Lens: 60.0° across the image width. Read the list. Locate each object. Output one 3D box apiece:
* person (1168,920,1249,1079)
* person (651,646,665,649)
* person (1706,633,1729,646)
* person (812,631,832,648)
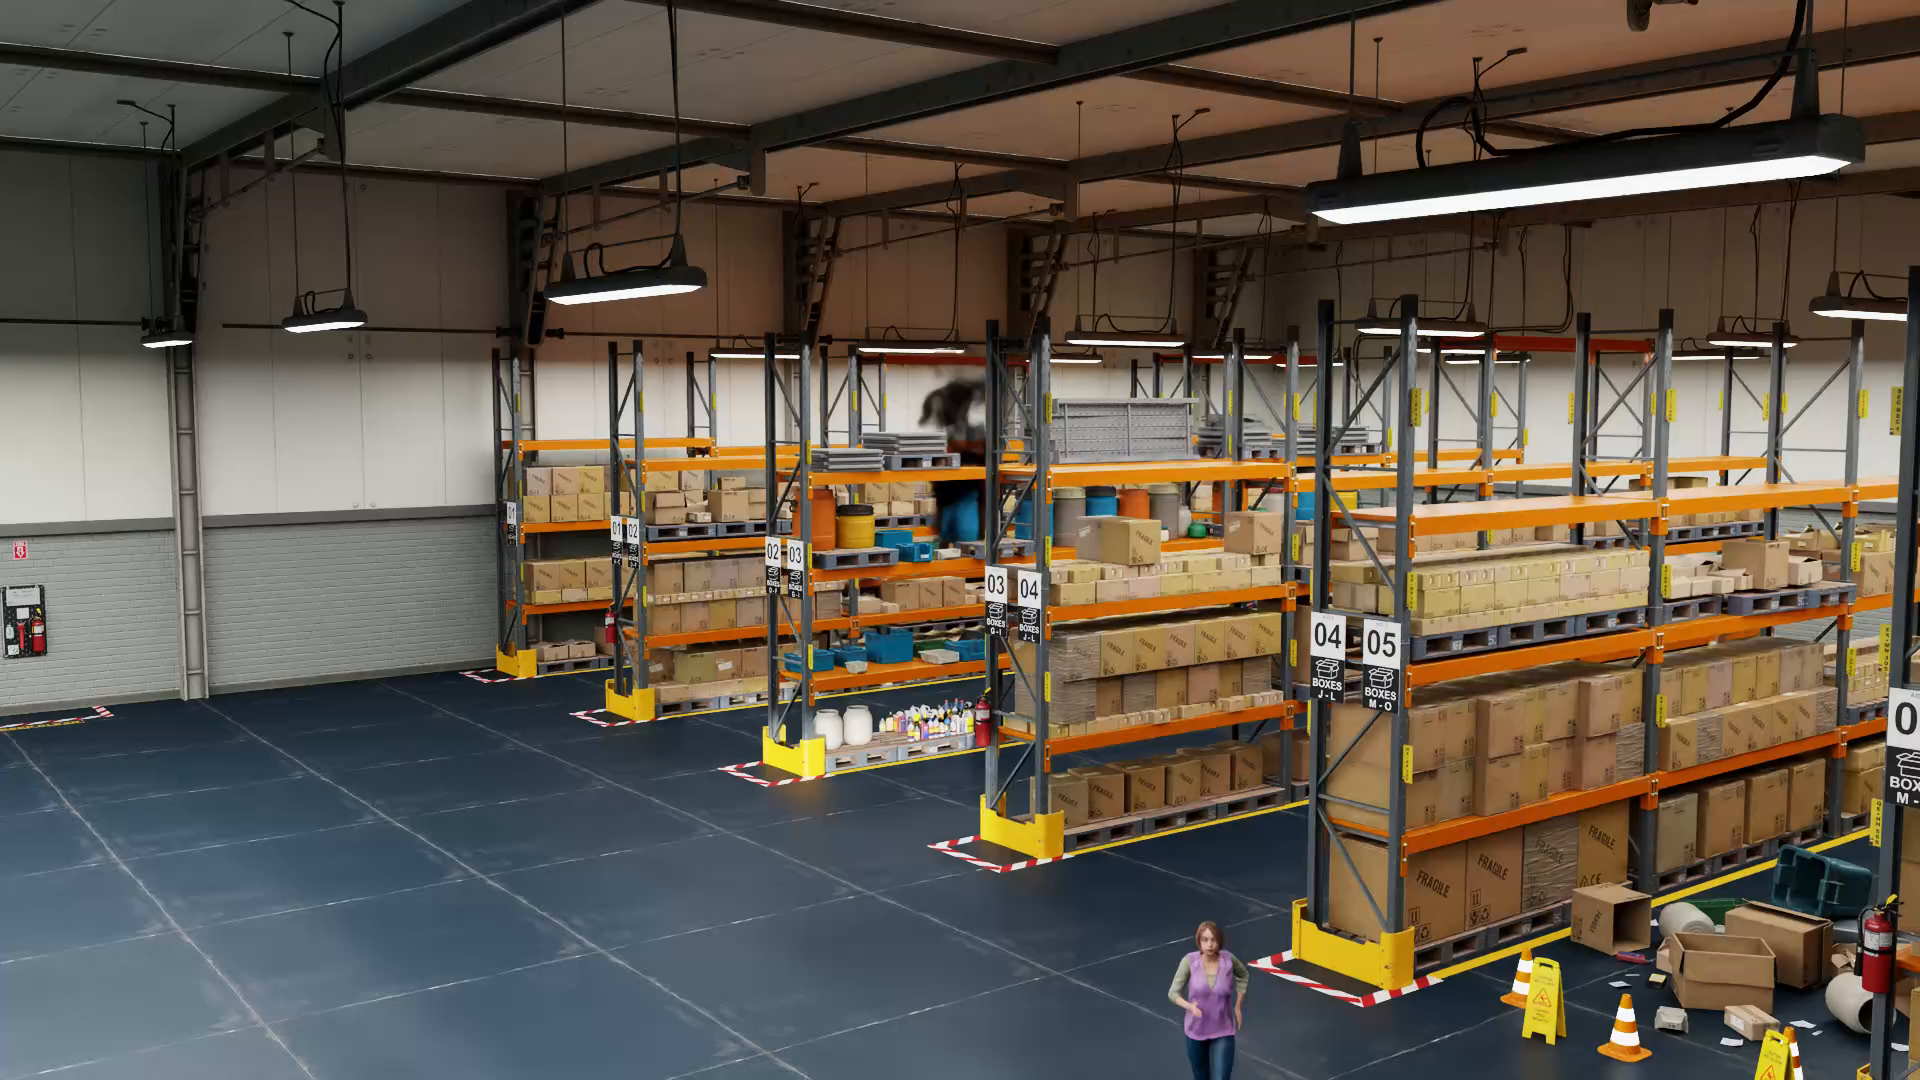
[{"bbox_3d":[1.683,3.367,11.297,0.528,1.632,0.751,1,5,13],"label":"person"},{"bbox_3d":[-5.318,1.788,28.849,0.624,1.660,0.593,-4,7,-40],"label":"person"},{"bbox_3d":[11.154,2.145,24.455,0.631,1.852,0.775,5,7,43],"label":"person"},{"bbox_3d":[-2.608,1.560,30.942,0.760,1.843,0.670,-5,7,-44],"label":"person"}]
